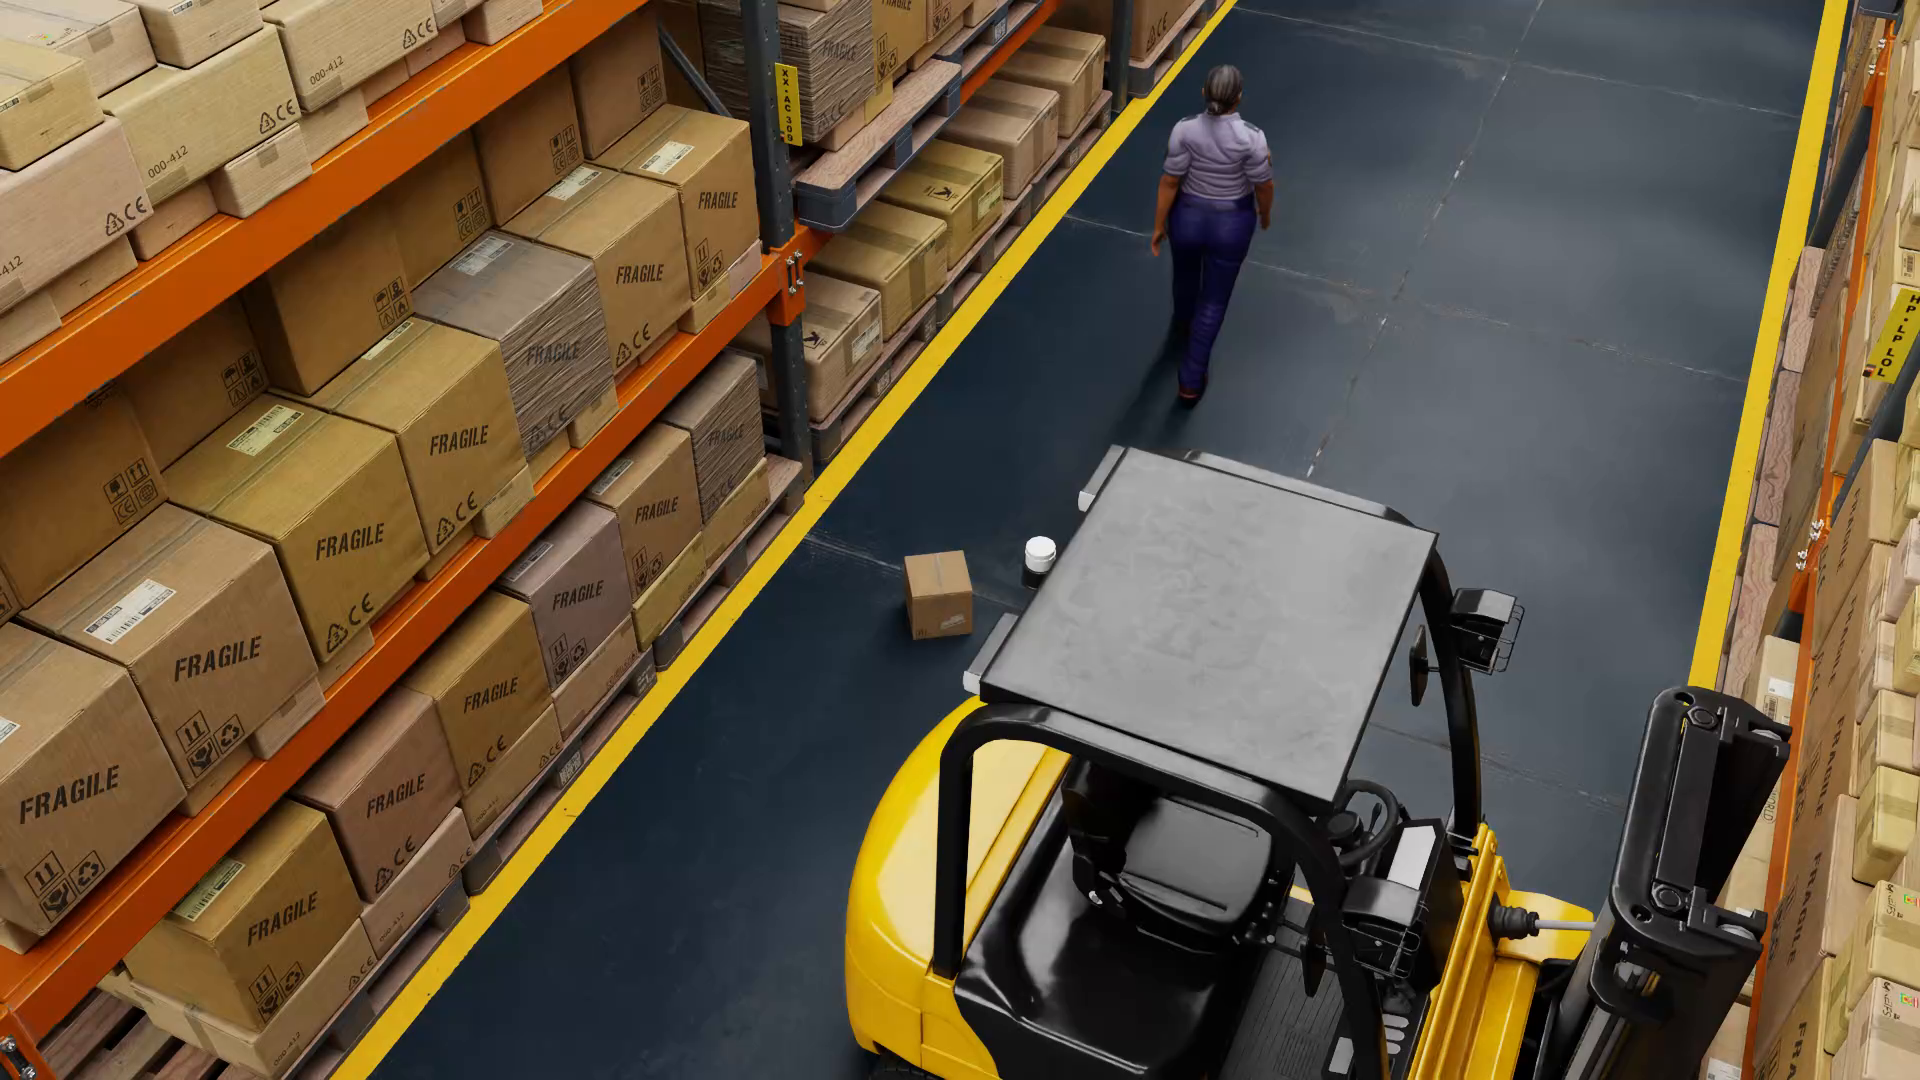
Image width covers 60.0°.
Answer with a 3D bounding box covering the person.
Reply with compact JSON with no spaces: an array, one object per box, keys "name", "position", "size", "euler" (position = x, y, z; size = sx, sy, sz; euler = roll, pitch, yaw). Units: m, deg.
[{"name":"person","position":[1.209,-1.523,7.841],"size":[0.512,1.629,0.874],"euler":[14,44,15]}]
